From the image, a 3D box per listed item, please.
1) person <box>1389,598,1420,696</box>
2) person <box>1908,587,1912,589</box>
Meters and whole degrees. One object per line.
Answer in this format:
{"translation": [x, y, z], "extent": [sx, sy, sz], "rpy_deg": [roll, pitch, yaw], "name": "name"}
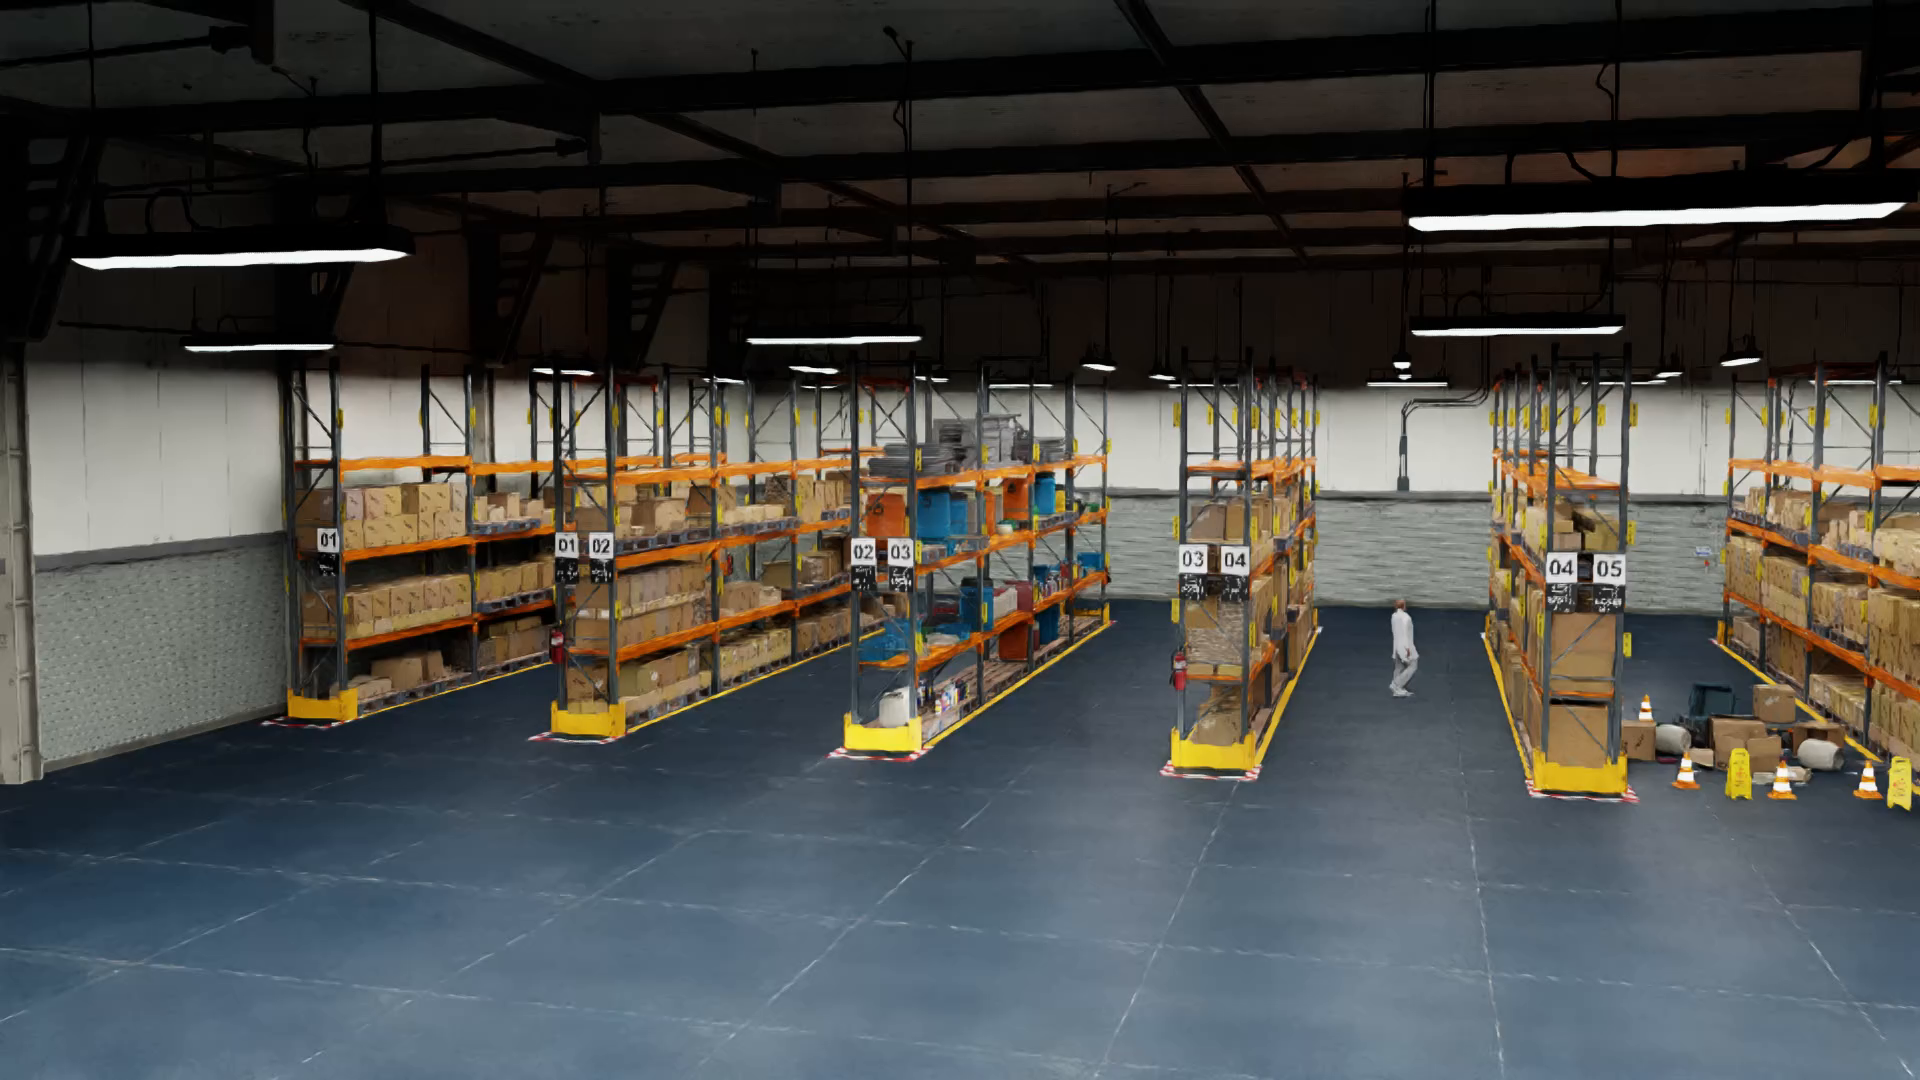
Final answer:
{"translation": [7.934, 1.925, 29.801], "extent": [0.504, 1.779, 0.634], "rpy_deg": [-1, 4, -10], "name": "person"}
{"translation": [19.612, 1.696, 34.241], "extent": [0.574, 1.549, 0.588], "rpy_deg": [2, 5, 25], "name": "person"}
